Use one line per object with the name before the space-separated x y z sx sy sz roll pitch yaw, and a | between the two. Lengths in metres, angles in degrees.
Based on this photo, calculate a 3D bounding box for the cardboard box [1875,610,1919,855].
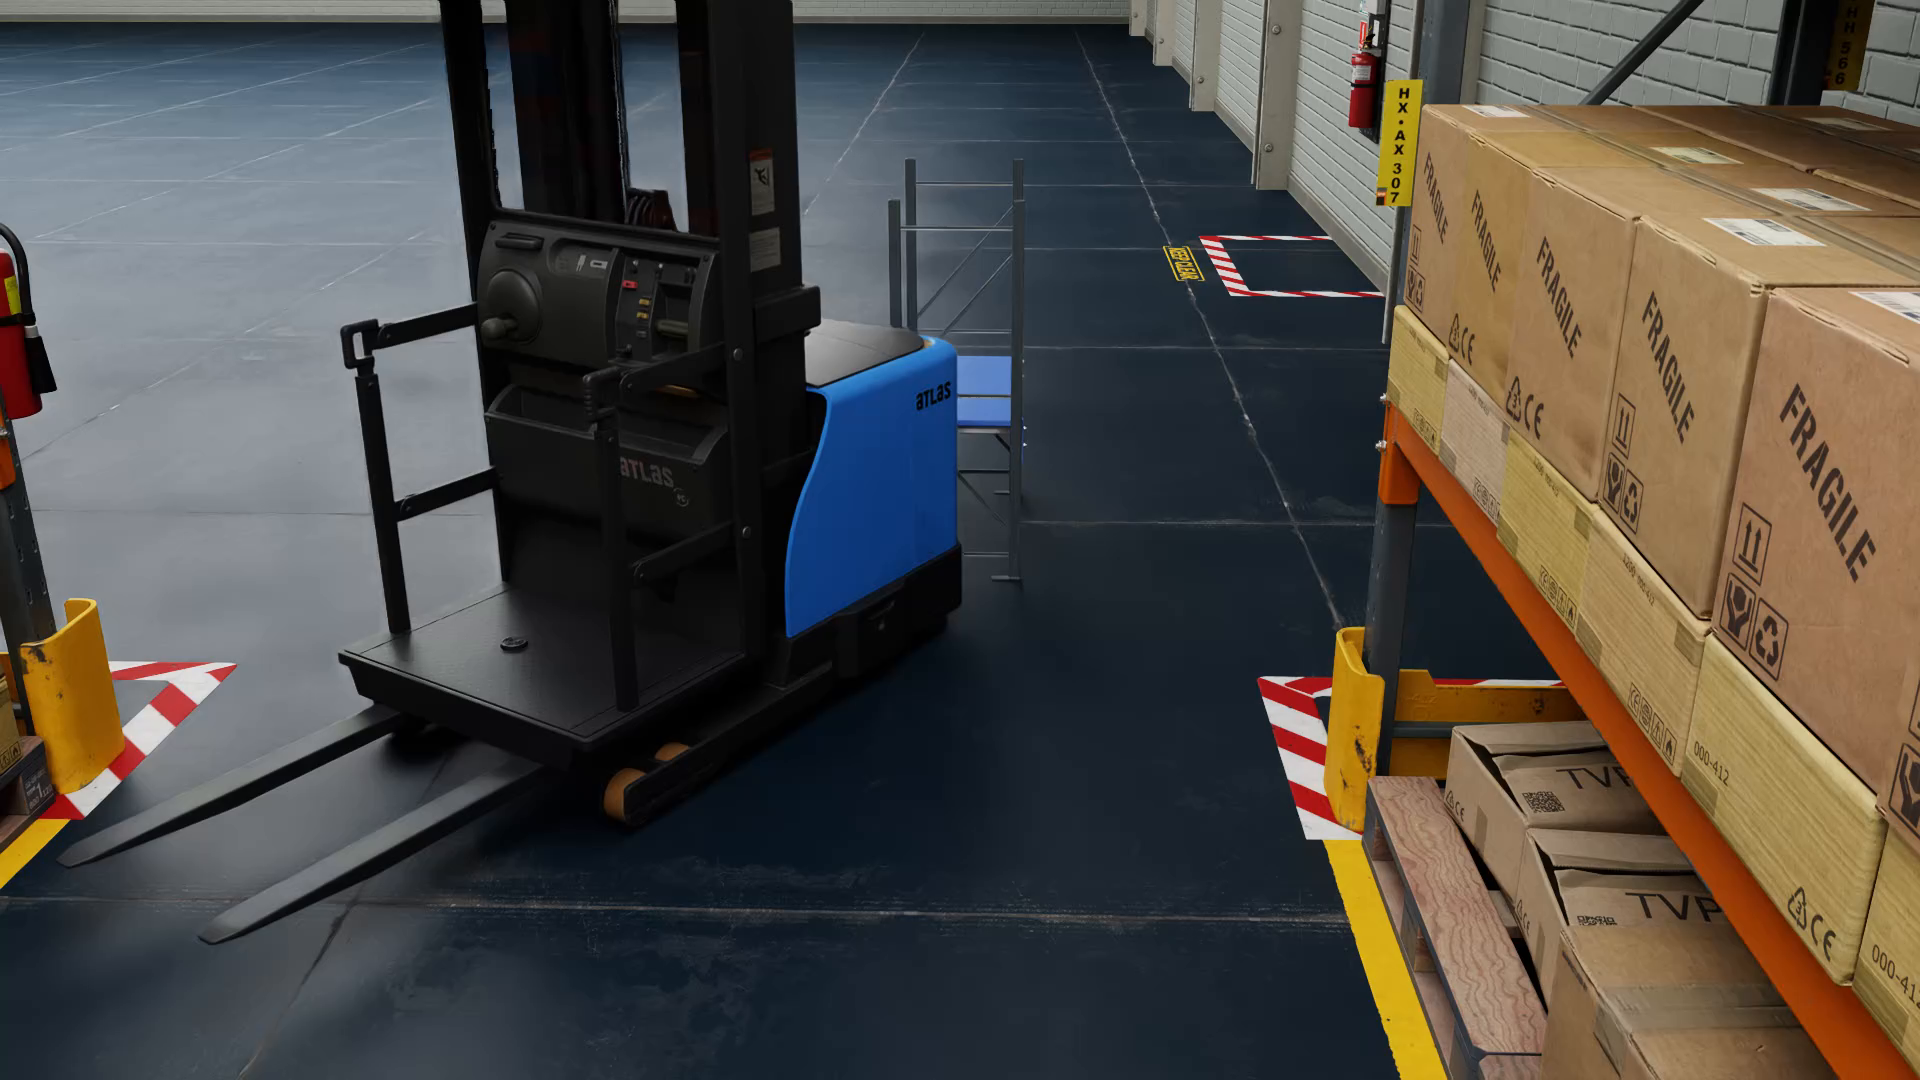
cardboard box | 1.292 0.171 1.585 0.500 0.500 0.500 1 21 1

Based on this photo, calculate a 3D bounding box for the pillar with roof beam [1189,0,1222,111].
pillar with roof beam | -1.213 -9.722 19.644 9.100 9.000 0.400 1 21 2

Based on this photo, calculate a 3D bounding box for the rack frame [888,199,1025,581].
rack frame | -0.013 -0.546 6.363 0.500 1.500 0.032 1 21 2

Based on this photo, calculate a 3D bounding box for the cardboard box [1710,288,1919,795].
cardboard box | 1.318 -0.011 2.054 0.500 0.500 0.500 0 21 0

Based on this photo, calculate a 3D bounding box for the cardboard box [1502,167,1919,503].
cardboard box | 1.337 -0.386 3.020 0.500 0.500 0.500 0 21 0

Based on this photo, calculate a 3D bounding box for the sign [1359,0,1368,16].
sign | 2.949 -3.893 12.132 0.001 0.109 0.331 1 21 2

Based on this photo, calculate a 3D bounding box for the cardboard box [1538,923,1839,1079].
cardboard box | 1.498 1.048 3.027 0.700 0.500 0.500 -1 21 -2

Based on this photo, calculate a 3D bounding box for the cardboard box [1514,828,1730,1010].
cardboard box | 1.571 0.872 3.744 0.500 0.311 0.500 2 21 6

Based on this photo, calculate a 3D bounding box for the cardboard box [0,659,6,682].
cardboard box | -2.972 0.249 4.425 0.500 0.500 0.500 1 21 2

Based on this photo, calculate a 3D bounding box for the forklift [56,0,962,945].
forklift | -1.223 -0.724 4.844 1.130 2.935 3.031 13 25 31

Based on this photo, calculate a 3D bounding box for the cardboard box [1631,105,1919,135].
cardboard box | 1.897 -0.748 3.953 0.500 0.500 0.500 0 21 1

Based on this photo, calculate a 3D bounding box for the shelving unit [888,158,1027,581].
shelving unit | 0.003 -0.730 6.837 0.538 1.500 1.048 1 21 2

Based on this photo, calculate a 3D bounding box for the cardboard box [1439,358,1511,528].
cardboard box | 1.365 -0.210 3.604 0.500 0.250 0.500 0 21 0

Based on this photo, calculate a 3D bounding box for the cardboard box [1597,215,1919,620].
cardboard box | 1.333 -0.199 2.539 0.500 0.500 0.500 1 21 3

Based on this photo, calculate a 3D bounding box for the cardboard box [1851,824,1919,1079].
cardboard box | 1.312 0.520 1.721 0.500 0.250 0.500 1 21 2

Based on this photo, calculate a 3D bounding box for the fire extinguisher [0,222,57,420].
fire extinguisher | -2.785 -0.686 4.758 0.296 0.674 0.183 1 21 2

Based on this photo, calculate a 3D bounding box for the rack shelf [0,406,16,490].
rack shelf | -3.314 0.374 2.914 1.077 0.370 4.000 1 21 2

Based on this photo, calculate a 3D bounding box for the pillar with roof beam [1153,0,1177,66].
pillar with roof beam | -1.031 -11.891 25.235 9.100 9.000 0.400 1 21 2

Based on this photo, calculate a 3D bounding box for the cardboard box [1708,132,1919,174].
cardboard box | 1.872 -0.566 3.484 0.500 0.500 0.500 1 21 2

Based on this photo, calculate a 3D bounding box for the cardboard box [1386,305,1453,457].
cardboard box | 1.367 -0.398 4.088 0.500 0.250 0.500 0 21 0

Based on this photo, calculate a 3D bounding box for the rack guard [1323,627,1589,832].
rack guard | 1.697 0.561 4.892 1.175 0.500 0.348 1 21 2

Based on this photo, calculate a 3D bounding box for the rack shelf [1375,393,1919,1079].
rack shelf | 1.638 0.427 2.777 1.077 0.370 4.000 1 21 2

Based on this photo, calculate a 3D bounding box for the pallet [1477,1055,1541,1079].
pallet | 1.597 1.429 3.054 1.003 0.211 1.213 1 21 2

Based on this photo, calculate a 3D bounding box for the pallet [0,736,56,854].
pallet | -3.234 0.892 4.438 1.003 0.211 1.213 1 21 2

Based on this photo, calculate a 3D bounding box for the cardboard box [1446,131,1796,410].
cardboard box | 1.359 -0.573 3.502 0.500 0.500 0.500 1 21 2

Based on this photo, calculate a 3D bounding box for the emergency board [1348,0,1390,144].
emergency board | 2.838 -3.432 11.726 0.194 1.169 0.643 1 21 2

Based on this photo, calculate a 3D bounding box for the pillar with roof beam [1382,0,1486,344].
pillar with roof beam | -1.578 -5.383 8.462 9.100 9.000 0.400 1 21 2

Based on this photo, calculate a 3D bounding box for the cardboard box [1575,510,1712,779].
cardboard box | 1.326 0.157 2.658 0.500 0.250 0.500 1 21 2

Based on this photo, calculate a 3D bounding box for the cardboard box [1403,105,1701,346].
cardboard box | 1.384 -0.751 3.962 0.500 0.500 0.500 1 21 2

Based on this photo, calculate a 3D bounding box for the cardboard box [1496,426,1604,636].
cardboard box | 1.344 -0.026 3.129 0.500 0.250 0.500 0 21 1

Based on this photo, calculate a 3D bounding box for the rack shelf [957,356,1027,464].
rack shelf | 0.003 -0.562 6.902 0.538 0.185 1.000 1 21 2

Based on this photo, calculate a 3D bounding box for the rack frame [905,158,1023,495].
rack frame | 0.018 -0.914 7.311 0.500 1.500 0.032 1 21 2

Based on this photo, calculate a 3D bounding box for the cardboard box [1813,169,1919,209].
cardboard box | 1.860 -0.379 3.002 0.500 0.500 0.500 0 21 0

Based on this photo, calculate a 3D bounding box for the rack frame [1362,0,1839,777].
rack frame | 1.699 -0.632 4.510 1.000 3.000 0.127 1 21 2

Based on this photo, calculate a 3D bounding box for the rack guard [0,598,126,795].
rack guard | -3.252 0.472 5.122 1.175 0.500 0.348 1 21 2

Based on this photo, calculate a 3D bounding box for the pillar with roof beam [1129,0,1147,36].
pillar with roof beam | -0.848 -14.060 30.826 9.100 9.000 0.400 1 21 2

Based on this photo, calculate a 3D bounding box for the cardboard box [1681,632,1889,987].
cardboard box | 1.312 0.338 2.190 0.500 0.250 0.500 1 21 1

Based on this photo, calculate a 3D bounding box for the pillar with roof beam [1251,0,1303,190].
pillar with roof beam | -1.396 -7.552 14.053 9.100 9.000 0.400 1 21 2

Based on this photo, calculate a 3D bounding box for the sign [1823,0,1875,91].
sign | 2.253 -1.306 4.209 0.100 0.325 0.005 1 21 2

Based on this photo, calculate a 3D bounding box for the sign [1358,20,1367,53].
sign | 2.958 -3.647 12.232 0.001 0.329 0.234 1 21 2

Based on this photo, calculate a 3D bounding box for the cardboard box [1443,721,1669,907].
cardboard box | 1.588 0.666 4.275 0.500 0.311 0.500 -2 21 -4

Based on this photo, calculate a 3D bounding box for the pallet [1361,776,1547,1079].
pallet | 1.636 0.989 4.188 1.003 0.211 1.213 1 21 2

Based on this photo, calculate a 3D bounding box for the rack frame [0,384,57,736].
rack frame | -3.253 -0.685 4.647 1.000 3.000 0.127 1 21 2

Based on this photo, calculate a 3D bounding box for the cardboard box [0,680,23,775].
cardboard box | -2.974 0.598 4.561 0.500 0.250 0.500 1 21 2

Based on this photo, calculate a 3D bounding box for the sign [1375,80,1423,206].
sign | 1.156 -1.041 4.369 0.100 0.325 0.005 1 21 2
